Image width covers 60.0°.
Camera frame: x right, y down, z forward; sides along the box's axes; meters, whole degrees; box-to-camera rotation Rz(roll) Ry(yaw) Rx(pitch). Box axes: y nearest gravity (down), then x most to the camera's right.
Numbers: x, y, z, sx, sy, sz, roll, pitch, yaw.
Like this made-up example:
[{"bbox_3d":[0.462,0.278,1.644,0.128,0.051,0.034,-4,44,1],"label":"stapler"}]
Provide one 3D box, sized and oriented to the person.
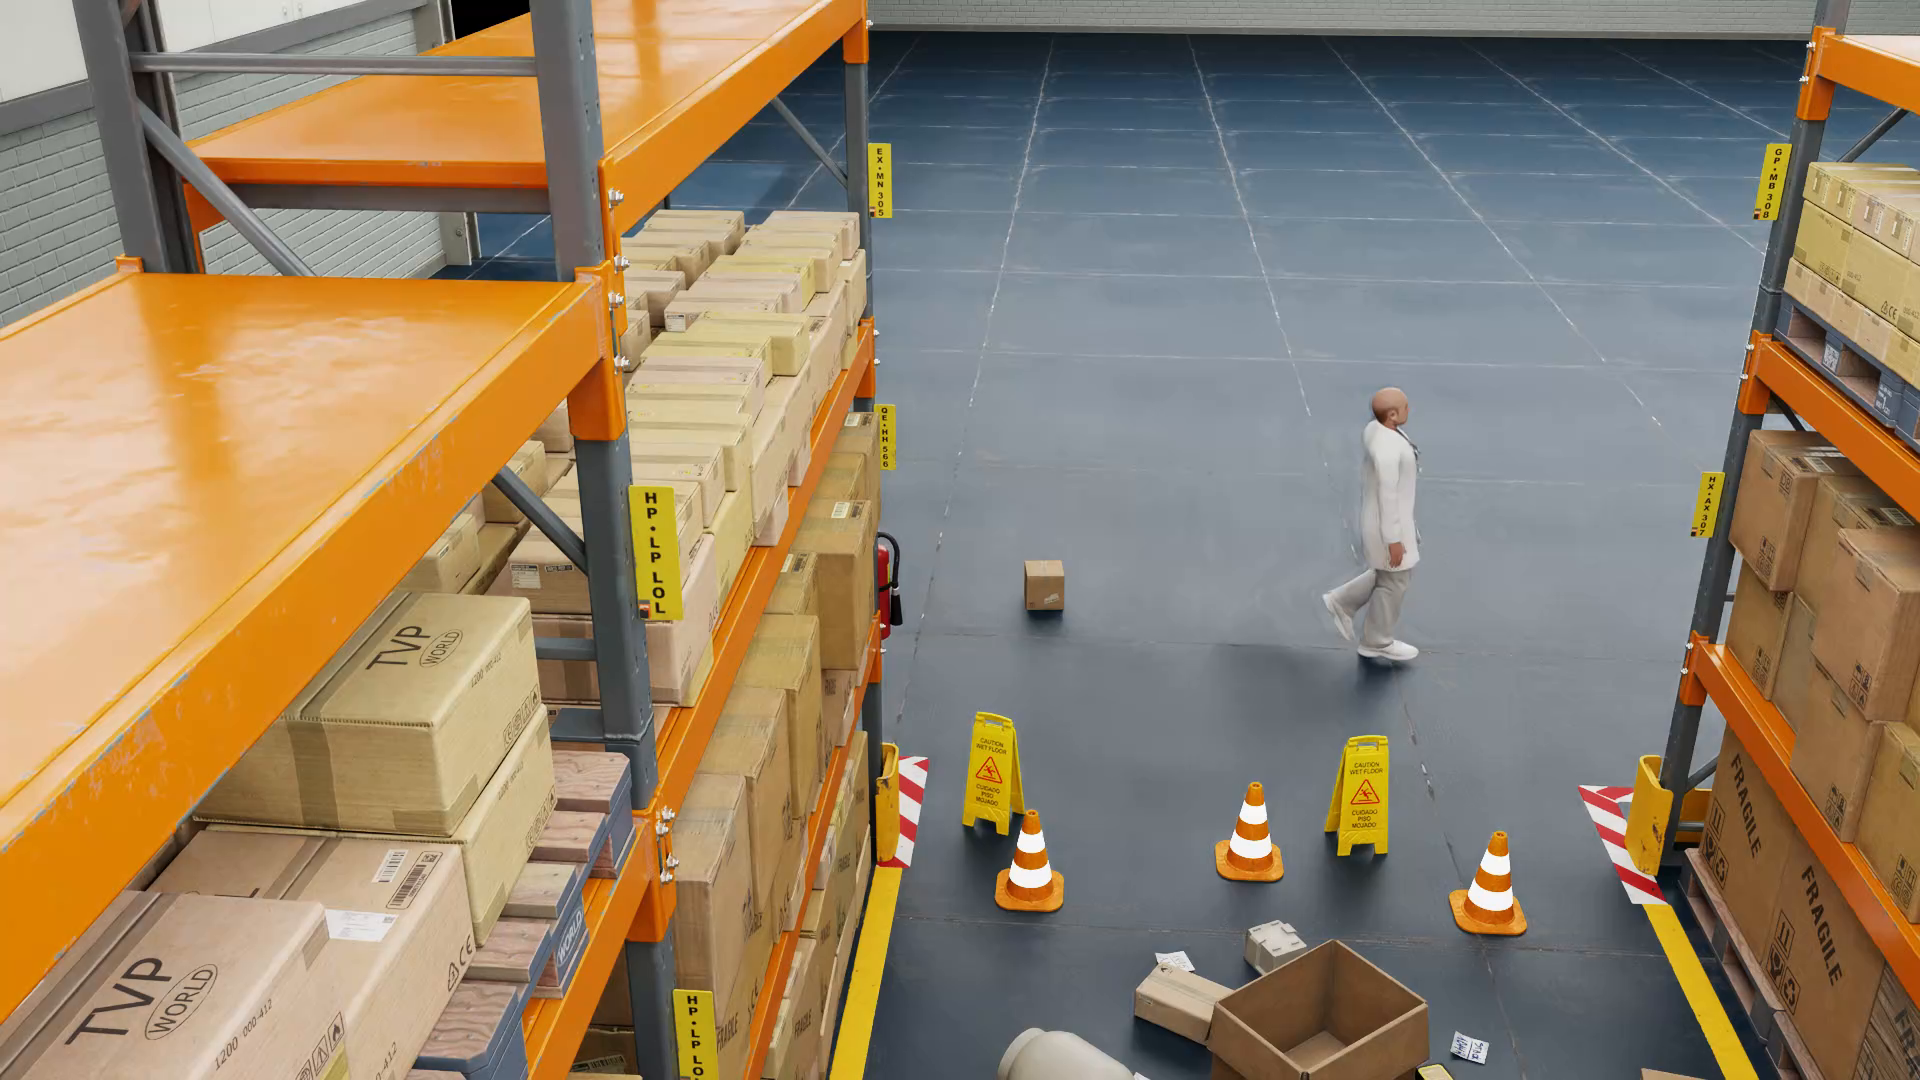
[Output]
[{"bbox_3d":[2.589,-0.102,10.206,0.607,1.761,0.597,3,24,7],"label":"person"}]
